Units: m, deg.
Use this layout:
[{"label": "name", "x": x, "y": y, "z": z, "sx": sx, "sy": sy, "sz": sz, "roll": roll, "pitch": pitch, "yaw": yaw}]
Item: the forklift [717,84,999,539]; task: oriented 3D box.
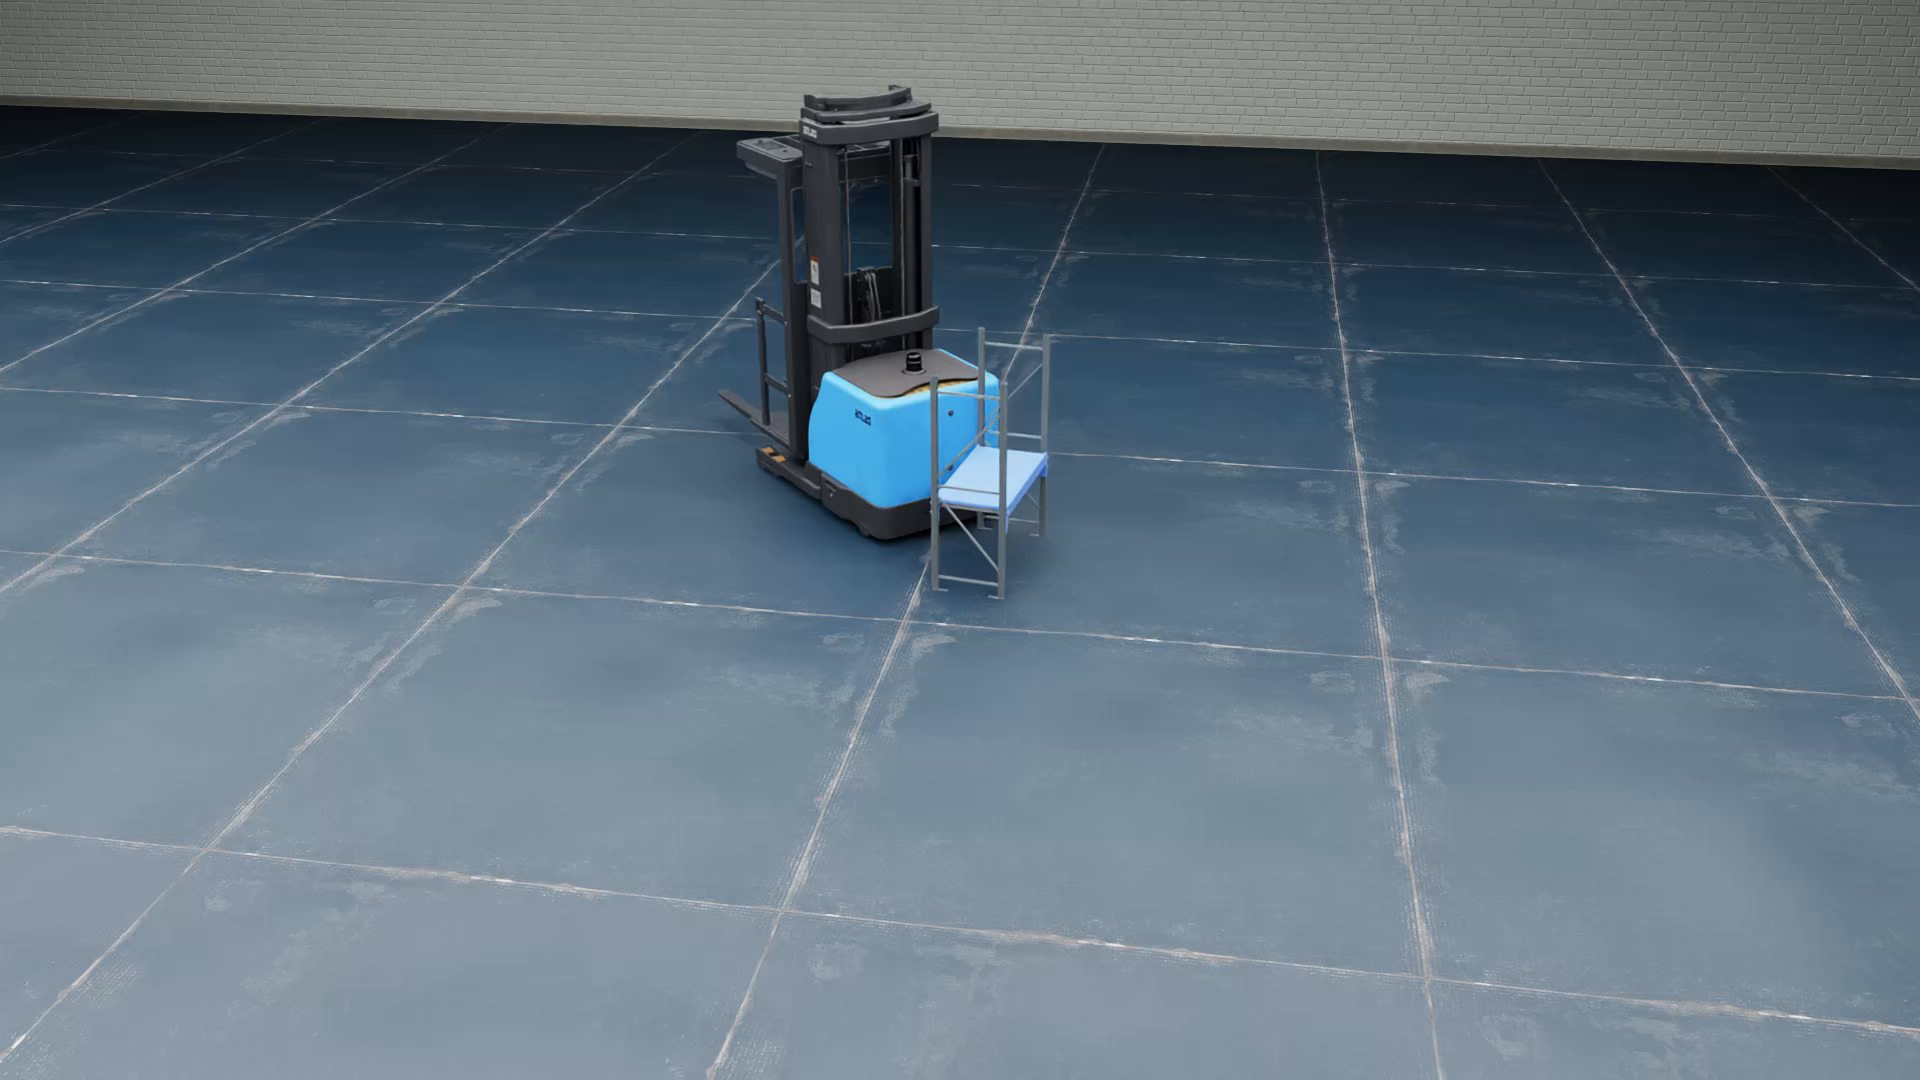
[{"label": "forklift", "x": -0.929, "y": -1.909, "z": 12.370, "sx": 1.130, "sy": 2.935, "sz": 3.031, "roll": -15, "pitch": 29, "yaw": -29}]

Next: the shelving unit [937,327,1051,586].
[{"label": "shelving unit", "x": 0.212, "y": -0.525, "z": 11.102, "sx": 0.500, "sy": 1.500, "sz": 1.039, "roll": 8, "pitch": 26, "yaw": 16}]

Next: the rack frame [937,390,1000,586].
[{"label": "rack frame", "x": 0.054, "y": -0.318, "z": 10.660, "sx": 0.475, "sy": 1.308, "sz": 0.013, "roll": 8, "pitch": 26, "yaw": 16}]

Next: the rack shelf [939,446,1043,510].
[{"label": "rack shelf", "x": 0.211, "y": -0.420, "z": 11.146, "sx": 0.459, "sy": 0.026, "sz": 0.952, "roll": 8, "pitch": 26, "yaw": 16}]

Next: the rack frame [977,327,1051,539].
[{"label": "rack frame", "x": 0.365, "y": -0.728, "z": 11.536, "sx": 0.500, "sy": 1.500, "sz": 0.032, "roll": 8, "pitch": 26, "yaw": 16}]
